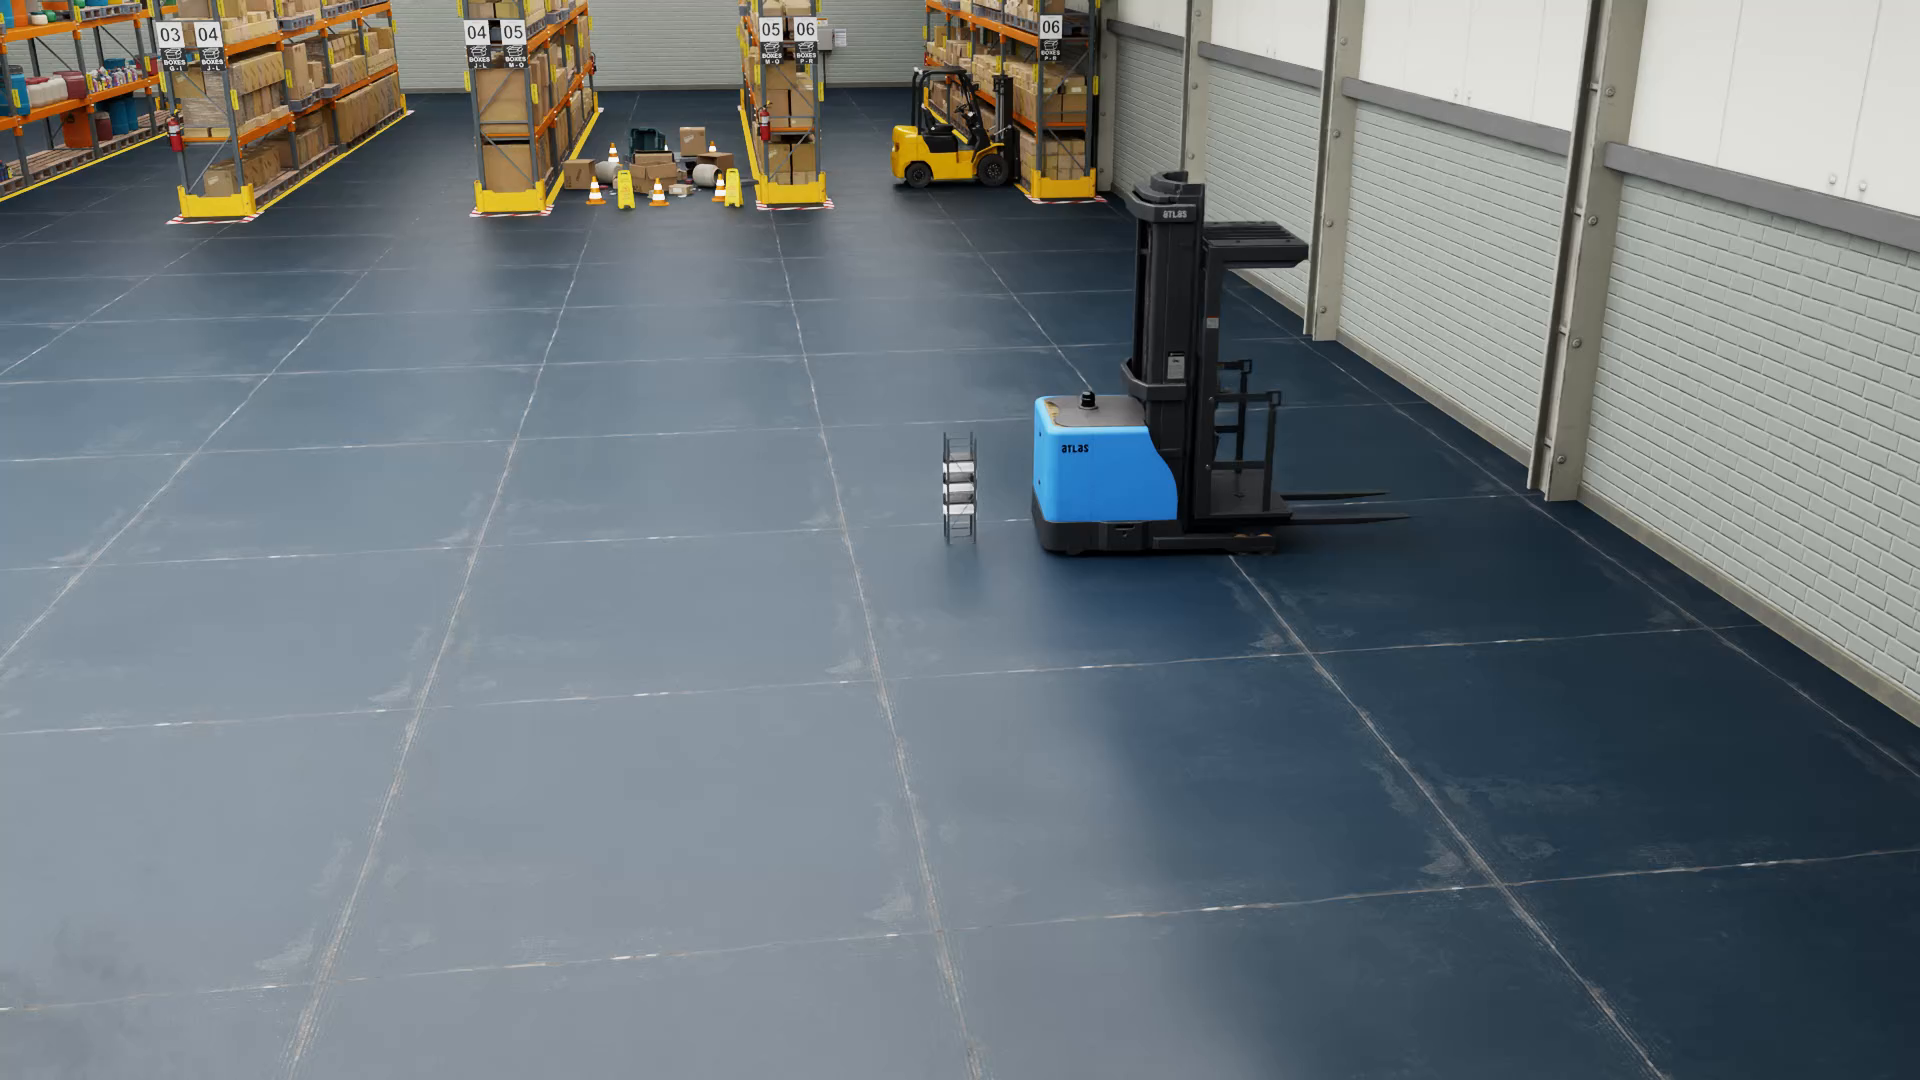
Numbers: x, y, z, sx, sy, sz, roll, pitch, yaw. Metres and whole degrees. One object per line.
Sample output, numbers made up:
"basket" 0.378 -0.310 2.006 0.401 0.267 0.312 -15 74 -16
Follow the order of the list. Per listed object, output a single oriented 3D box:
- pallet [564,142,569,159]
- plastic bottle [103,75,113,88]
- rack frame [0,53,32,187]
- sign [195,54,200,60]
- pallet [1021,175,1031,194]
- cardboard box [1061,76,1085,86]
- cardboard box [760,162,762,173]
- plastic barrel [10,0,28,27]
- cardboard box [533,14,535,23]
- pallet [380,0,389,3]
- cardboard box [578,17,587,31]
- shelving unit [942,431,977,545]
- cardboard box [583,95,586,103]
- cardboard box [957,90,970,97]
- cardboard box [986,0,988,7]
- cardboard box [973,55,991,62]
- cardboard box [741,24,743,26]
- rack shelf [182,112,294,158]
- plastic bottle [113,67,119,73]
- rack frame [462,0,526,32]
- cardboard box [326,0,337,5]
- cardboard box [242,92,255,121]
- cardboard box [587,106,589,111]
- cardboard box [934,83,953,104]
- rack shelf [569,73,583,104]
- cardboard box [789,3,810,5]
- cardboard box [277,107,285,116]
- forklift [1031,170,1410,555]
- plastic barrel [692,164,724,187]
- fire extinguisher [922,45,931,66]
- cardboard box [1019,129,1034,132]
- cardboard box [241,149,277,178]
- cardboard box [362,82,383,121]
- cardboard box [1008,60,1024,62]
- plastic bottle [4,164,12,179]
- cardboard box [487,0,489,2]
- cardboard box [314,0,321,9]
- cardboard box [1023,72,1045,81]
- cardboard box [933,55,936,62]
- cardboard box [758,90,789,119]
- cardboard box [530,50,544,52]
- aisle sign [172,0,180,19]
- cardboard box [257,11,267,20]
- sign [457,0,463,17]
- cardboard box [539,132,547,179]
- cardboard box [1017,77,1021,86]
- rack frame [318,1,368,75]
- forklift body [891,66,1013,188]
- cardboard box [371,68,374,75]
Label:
"pallet" -9.007 -8.418 35.952 1.003 0.211 1.213 -3 21 -8
"plastic bottle" -18.813 -10.124 36.713 0.152 0.276 0.135 -3 21 -8
"rack frame" -18.294 -8.151 31.253 1.000 3.000 0.127 -3 21 -8
"sign" -19.482 -12.416 42.437 0.100 0.325 0.005 -3 21 -8
"pallet" 1.750 -6.724 31.417 1.003 0.211 1.213 -3 21 -8
"cardboard box" 2.065 -8.384 30.383 0.380 0.149 0.250 -3 21 -9
"cardboard box" -3.540 -7.051 31.638 0.500 0.250 0.500 -4 21 -10
"plastic barrel" -18.872 -10.621 32.964 0.600 0.830 0.708 -3 21 -8
"cardboard box" -7.807 -9.334 29.749 0.380 0.149 0.250 -3 21 -8
"pallet" -15.005 -13.663 41.850 1.003 0.211 1.213 -3 21 -8
"cardboard box" -9.814 -13.104 42.517 0.500 0.500 0.500 -4 21 -10
"shelving unit" -0.001 -0.424 13.566 0.258 0.900 0.210 -3 21 -8
"cardboard box" -9.550 -11.020 41.559 0.380 0.149 0.250 -2 21 -7
"cardboard box" 0.125 -10.934 40.749 0.380 0.149 0.250 -4 21 -11
"cardboard box" 0.755 -11.316 35.055 0.380 0.149 0.250 -3 21 -8
"cardboard box" 0.503 -10.763 37.175 0.380 0.149 0.250 -2 21 -6
"cardboard box" -5.292 -12.861 42.291 0.500 0.500 0.500 -3 21 -8
"rack shelf" -13.104 -7.371 30.193 1.077 0.370 4.000 -3 21 -8
"plastic bottle" -19.107 -10.525 37.679 0.144 0.351 0.185 -3 21 -8
"rack frame" -7.893 -10.041 27.740 1.000 3.000 0.127 -3 21 -8
"cardboard box" -14.285 -12.142 36.904 0.797 0.503 0.637 -3 21 -8
"cardboard box" -13.088 -7.736 29.574 0.875 0.500 0.500 -3 21 -8
"cardboard box" -9.660 -11.015 42.395 0.380 0.149 0.250 -3 21 -7
"cardboard box" -0.325 -11.818 44.044 0.700 0.500 0.500 -2 21 -6
"rack shelf" -9.335 -10.356 38.185 1.077 0.370 4.000 -3 21 -8
"cardboard box" -2.936 -9.752 30.473 0.380 0.149 0.250 -2 21 -6
"cardboard box" -13.044 -8.136 31.573 0.380 0.149 0.250 -3 21 -8
"forklift" 2.148 -1.435 13.369 3.031 2.935 1.130 -1 21 -4
"plastic barrel" -4.805 -6.948 31.713 0.512 0.421 0.421 12 24 30
"fire extinguisher" -0.883 -13.124 45.210 0.296 0.674 0.183 -3 21 -8
"cardboard box" 1.299 -7.815 32.253 0.500 0.250 0.500 -3 21 -9
"cardboard box" -13.284 -7.088 31.379 0.500 0.500 0.500 4 21 9
"cardboard box" -14.562 -10.605 40.258 0.875 0.875 0.875 -3 21 -8
"cardboard box" 1.236 -10.255 35.816 0.380 0.149 0.250 -2 21 -6
"plastic bottle" -17.898 -6.935 31.249 0.061 0.283 0.133 -2 21 -5
"cardboard box" -8.312 -9.322 28.576 0.380 0.149 0.250 -3 21 -7
"cardboard box" -13.653 -11.319 34.591 0.500 0.500 0.500 -2 21 -6
"cardboard box" 1.401 -8.718 31.277 0.380 0.149 0.250 -2 21 -6
"cardboard box" -0.492 -12.613 43.559 0.380 0.149 0.250 -4 21 -9
"cardboard box" -3.360 -7.876 29.948 0.500 0.500 0.500 -3 21 -9
"cardboard box" -8.696 -9.656 33.710 0.700 0.500 0.500 -3 21 -7
"aisle sign" -19.744 -13.563 42.028 0.394 0.787 0.004 -3 21 -8
"cardboard box" -12.990 -9.645 30.610 0.380 0.149 0.250 -4 21 -10
"sign" -8.432 -8.991 28.063 0.100 0.325 0.005 -3 21 -8
"cardboard box" -8.315 -7.284 31.368 0.875 0.875 0.875 -3 21 -7
"cardboard box" 1.314 -8.843 32.035 0.380 0.149 0.250 -3 21 -9
"rack frame" -14.546 -11.171 39.338 1.000 3.000 0.127 -3 21 -8
"forklift body" -0.177 -7.934 31.885 2.313 2.155 1.214 -3 21 -8
"cardboard box" -14.297 -11.263 39.944 0.380 0.149 0.250 -4 21 -10
